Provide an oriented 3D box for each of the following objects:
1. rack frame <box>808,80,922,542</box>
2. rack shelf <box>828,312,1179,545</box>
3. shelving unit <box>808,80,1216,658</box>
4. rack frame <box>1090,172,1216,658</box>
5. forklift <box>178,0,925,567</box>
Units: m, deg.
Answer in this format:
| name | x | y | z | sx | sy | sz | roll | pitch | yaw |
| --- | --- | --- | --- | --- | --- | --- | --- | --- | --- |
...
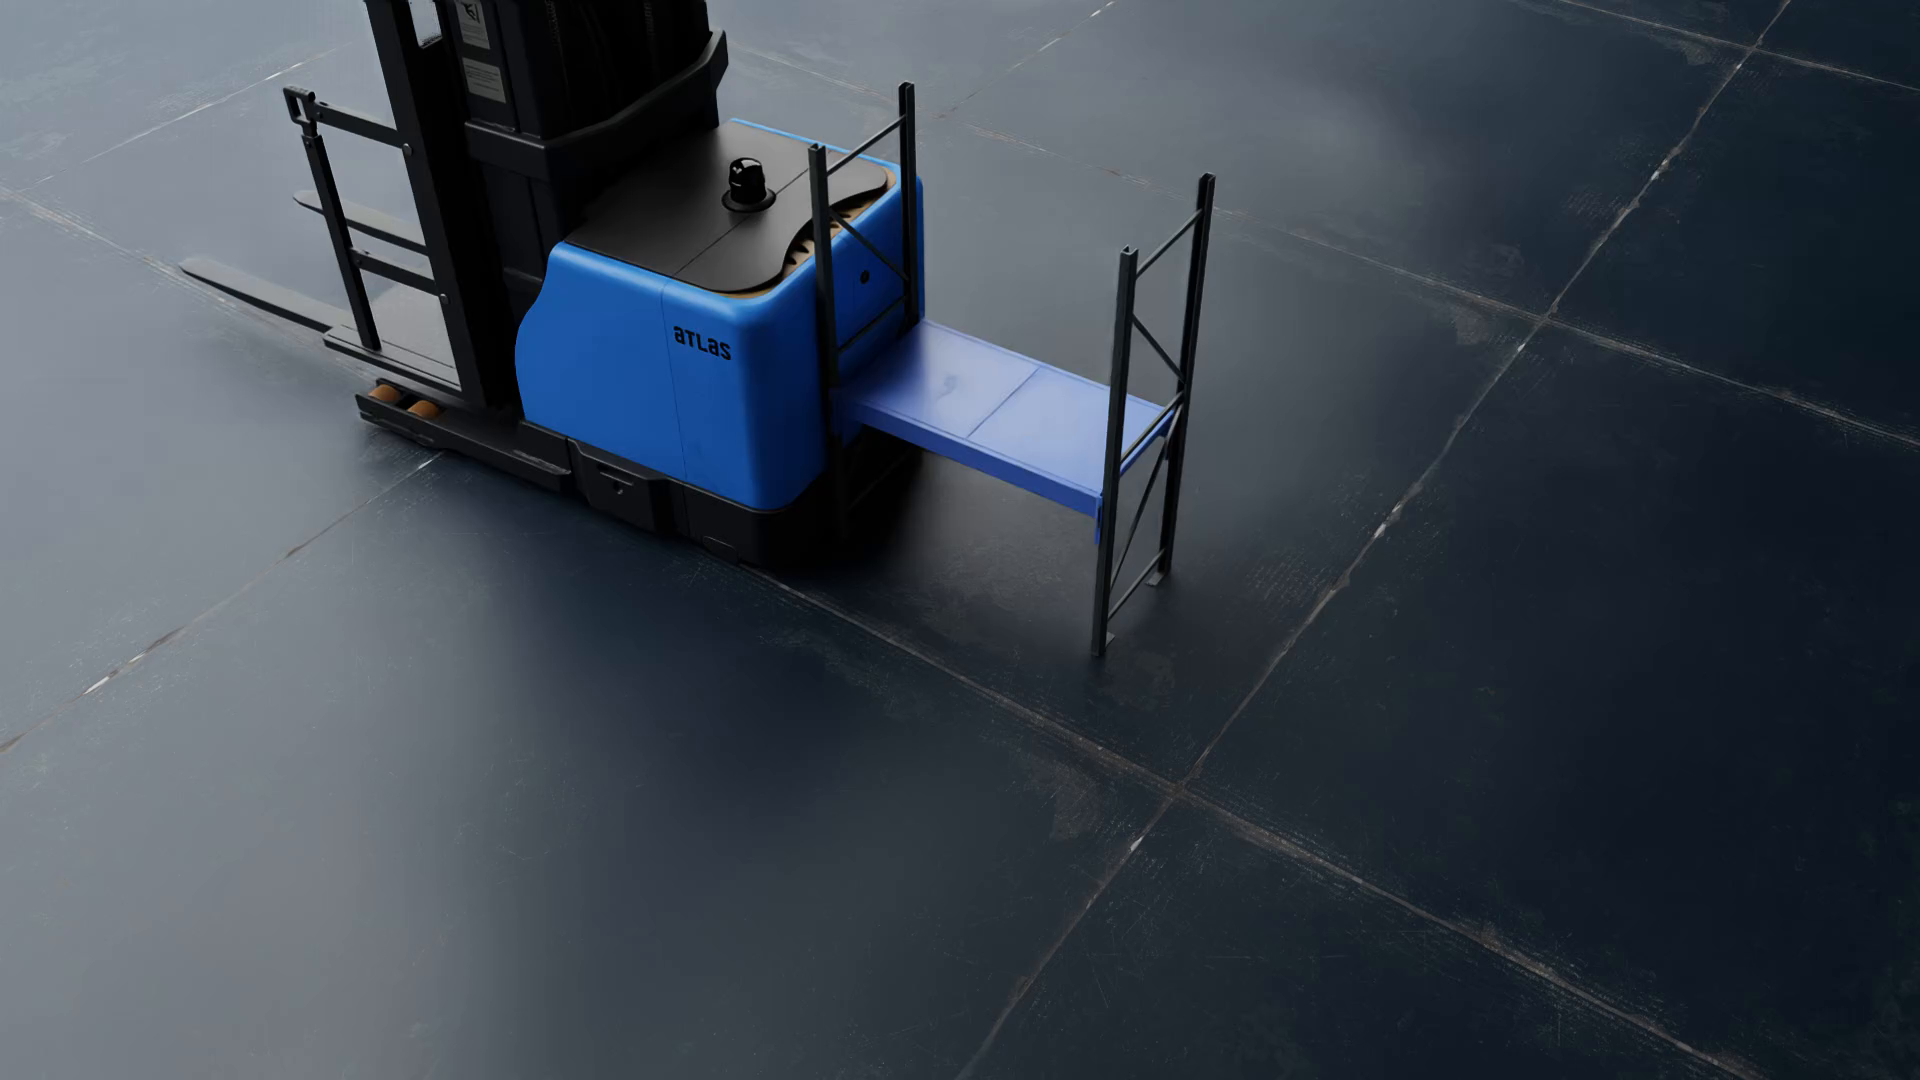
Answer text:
| name | x | y | z | sx | sy | sz | roll | pitch | yaw |
| --- | --- | --- | --- | --- | --- | --- | --- | --- | --- |
| rack frame | -0.287 | -0.696 | 5.403 | 0.032 | 1.500 | 0.500 | 23 | 47 | 24 |
| rack shelf | 0.140 | -0.378 | 5.317 | 1.000 | 0.185 | 0.538 | 23 | 47 | 24 |
| shelving unit | 0.140 | -0.512 | 5.197 | 1.048 | 1.500 | 0.538 | 23 | 47 | 24 |
| rack frame | 0.567 | -0.327 | 4.991 | 0.032 | 1.500 | 0.500 | 23 | 47 | 24 |
| forklift | -1.645 | -1.723 | 5.477 | 3.031 | 2.935 | 1.130 | 21 | 46 | 22 |
